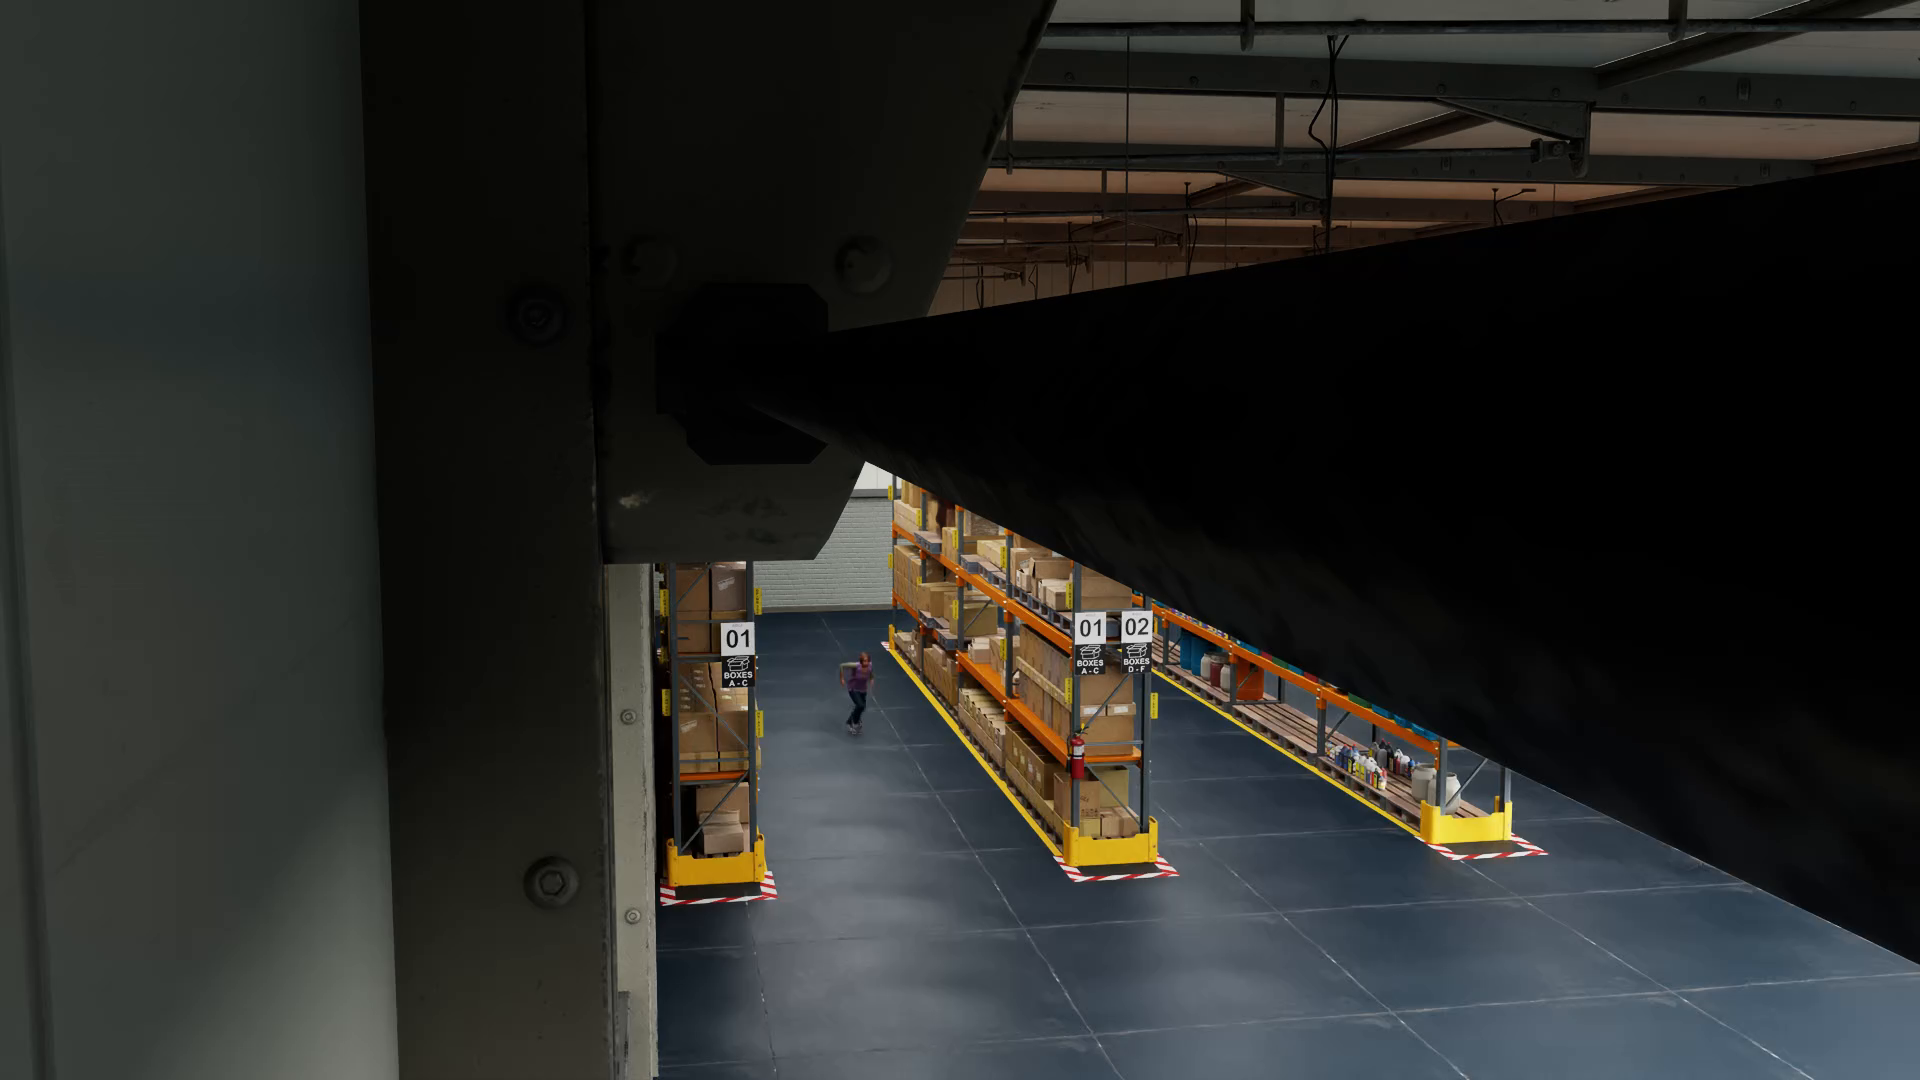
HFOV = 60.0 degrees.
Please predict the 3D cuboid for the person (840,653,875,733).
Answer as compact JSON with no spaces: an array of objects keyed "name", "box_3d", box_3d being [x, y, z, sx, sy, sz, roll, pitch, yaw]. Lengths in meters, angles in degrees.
[{"name":"person","box_3d":[-1.741,2.575,28.044,0.568,1.434,0.867,-3,7,-28]}]
